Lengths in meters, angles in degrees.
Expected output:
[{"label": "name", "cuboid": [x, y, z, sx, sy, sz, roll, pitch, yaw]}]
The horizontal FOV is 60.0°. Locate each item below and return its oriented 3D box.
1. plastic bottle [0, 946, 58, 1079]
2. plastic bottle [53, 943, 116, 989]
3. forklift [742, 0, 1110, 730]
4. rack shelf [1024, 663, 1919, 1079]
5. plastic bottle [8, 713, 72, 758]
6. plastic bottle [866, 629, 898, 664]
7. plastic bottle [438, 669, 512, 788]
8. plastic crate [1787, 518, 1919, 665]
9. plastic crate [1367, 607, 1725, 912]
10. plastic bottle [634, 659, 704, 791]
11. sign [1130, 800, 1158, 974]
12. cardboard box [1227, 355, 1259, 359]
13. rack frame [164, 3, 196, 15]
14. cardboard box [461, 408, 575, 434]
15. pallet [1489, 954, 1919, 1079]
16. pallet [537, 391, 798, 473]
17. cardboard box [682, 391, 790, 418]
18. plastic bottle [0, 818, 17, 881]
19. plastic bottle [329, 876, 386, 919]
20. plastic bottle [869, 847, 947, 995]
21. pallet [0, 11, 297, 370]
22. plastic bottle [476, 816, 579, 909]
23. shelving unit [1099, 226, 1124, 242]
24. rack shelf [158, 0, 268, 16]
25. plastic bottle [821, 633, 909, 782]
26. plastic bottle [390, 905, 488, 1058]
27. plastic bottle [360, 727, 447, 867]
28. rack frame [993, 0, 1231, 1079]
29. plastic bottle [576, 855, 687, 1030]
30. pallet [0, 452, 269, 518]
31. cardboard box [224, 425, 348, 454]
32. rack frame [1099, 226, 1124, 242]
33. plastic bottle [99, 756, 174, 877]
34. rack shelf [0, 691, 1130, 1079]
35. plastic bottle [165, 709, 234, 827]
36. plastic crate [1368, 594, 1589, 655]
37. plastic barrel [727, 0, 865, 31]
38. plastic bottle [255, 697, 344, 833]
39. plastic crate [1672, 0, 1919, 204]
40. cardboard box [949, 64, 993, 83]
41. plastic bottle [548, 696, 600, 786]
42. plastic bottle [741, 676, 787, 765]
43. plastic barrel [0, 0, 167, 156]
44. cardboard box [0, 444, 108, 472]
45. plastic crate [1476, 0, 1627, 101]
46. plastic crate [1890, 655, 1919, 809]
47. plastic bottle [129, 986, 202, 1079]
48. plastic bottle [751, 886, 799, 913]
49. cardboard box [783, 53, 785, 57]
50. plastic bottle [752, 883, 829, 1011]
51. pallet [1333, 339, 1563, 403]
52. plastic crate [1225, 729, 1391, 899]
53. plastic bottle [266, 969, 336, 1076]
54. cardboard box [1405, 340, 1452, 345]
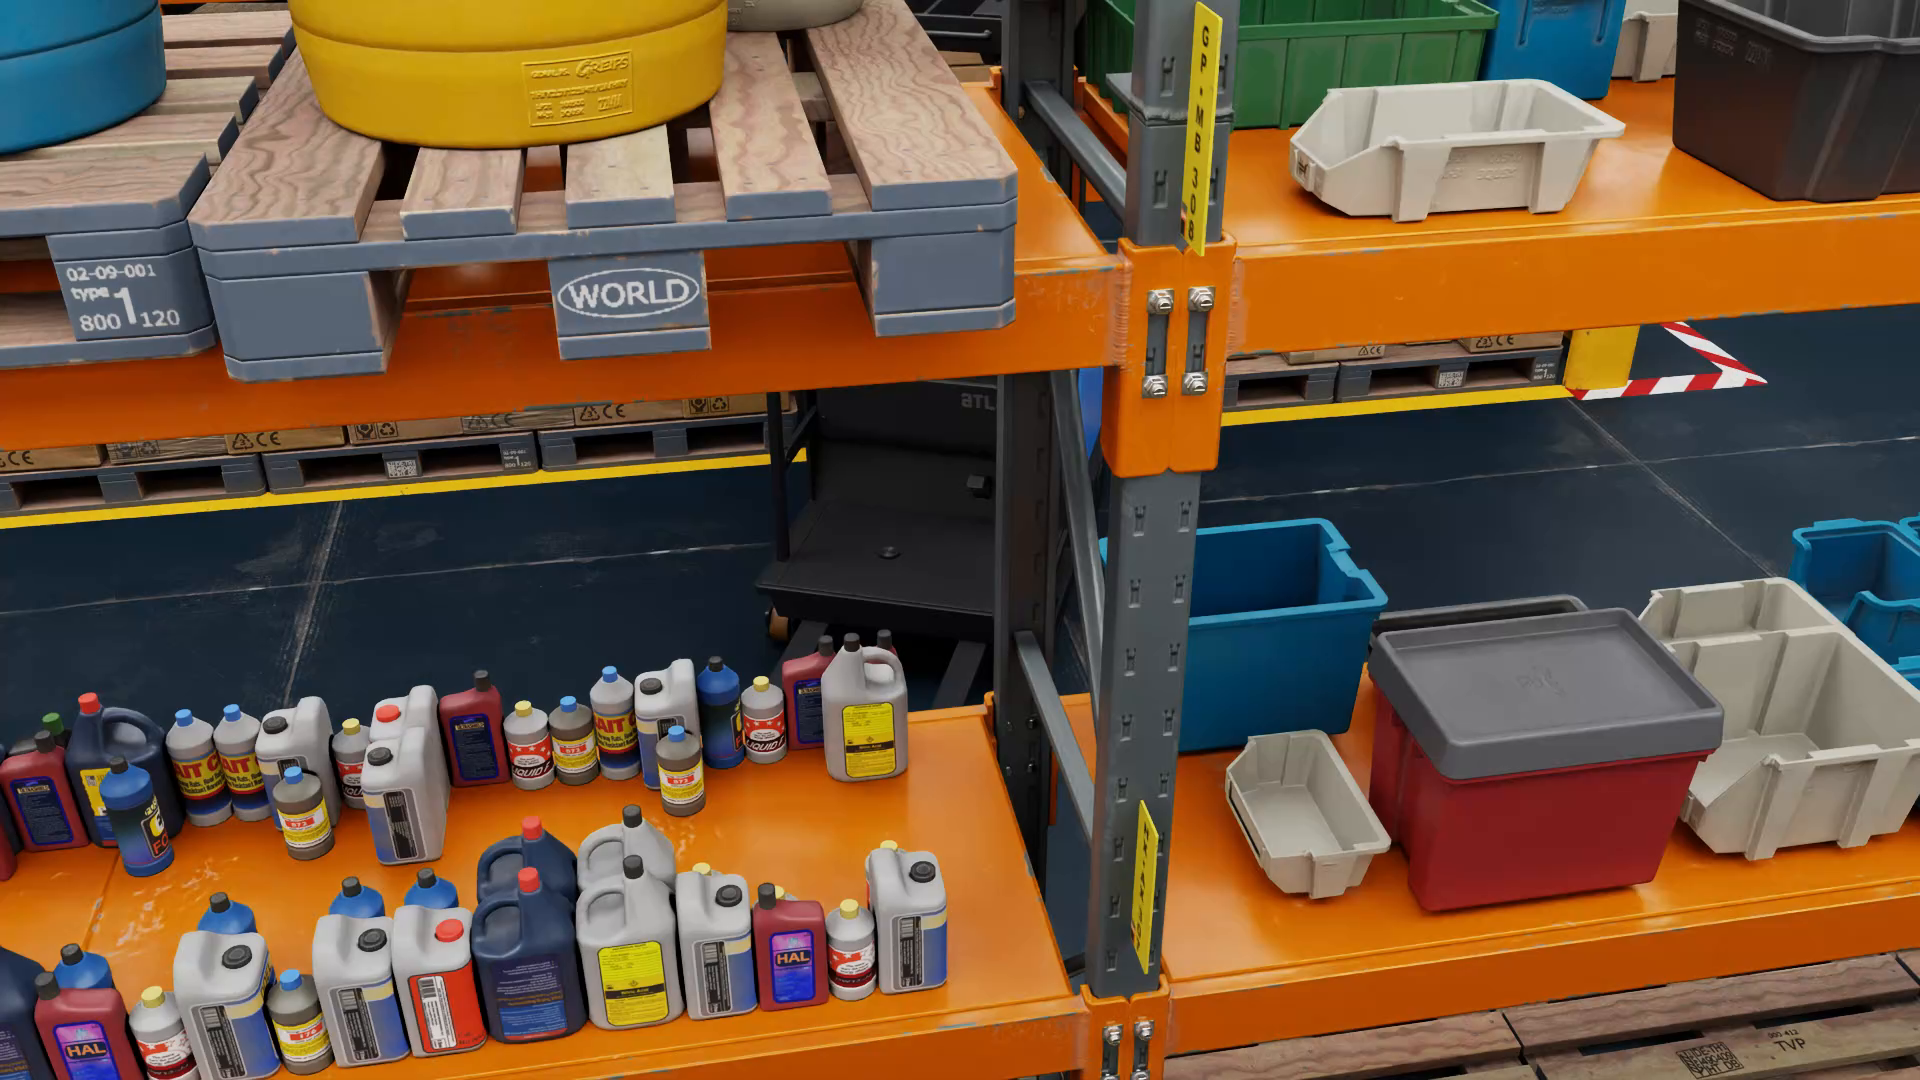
[{"label": "plastic bottle", "cuboid": [-1.698, 0.834, 2.921, 0.185, 0.351, 0.144, -5, 31, -9]}, {"label": "plastic bottle", "cuboid": [-1.566, 0.837, 2.994, 0.097, 0.271, 0.097, 0, 30, 0]}, {"label": "forklift", "cuboid": [-0.141, -0.956, 5.985, 1.130, 2.935, 3.031, 7, 31, 11]}, {"label": "rack shelf", "cuboid": [2.198, 0.593, 3.992, 4.000, 0.370, 1.077, -5, 31, -9]}, {"label": "plastic bottle", "cuboid": [-1.946, 0.498, 3.559, 0.133, 0.283, 0.061, -5, 31, -9]}, {"label": "plastic bottle", "cuboid": [-0.207, 0.336, 3.834, 0.133, 0.283, 0.061, -5, 31, -9]}, {"label": "plastic bottle", "cuboid": [-1.081, 0.417, 3.696, 0.133, 0.283, 0.061, -5, 31, -9]}, {"label": "plastic crate", "cuboid": [2.272, 0.152, 4.137, 0.300, 0.233, 0.416, -5, 31, -9]}, {"label": "plastic crate", "cuboid": [1.154, 0.455, 3.394, 0.583, 0.464, 0.402, -5, 31, -9]}, {"label": "plastic bottle", "cuboid": [-0.654, 0.405, 3.725, 0.135, 0.276, 0.152, -5, 31, -9]}, {"label": "sign", "cuboid": [0.328, 0.620, 2.962, 0.005, 0.325, 0.100, -5, 31, -9]}, {"label": "cardboard box", "cuboid": [1.189, -1.292, 8.517, 0.637, 0.503, 0.797, -5, 31, -9]}, {"label": "rack frame", "cuboid": [-5.489, -4.109, 11.279, 0.127, 3.000, 1.000, -5, 31, -9]}, {"label": "cardboard box", "cuboid": [-2.073, -0.842, 7.755, 0.500, 0.500, 0.500, -5, 31, -8]}, {"label": "pallet", "cuboid": [2.149, 1.468, 4.545, 1.213, 0.211, 1.003, -5, 31, -9]}, {"label": "pallet", "cuboid": [-1.451, -0.709, 8.248, 1.213, 0.211, 1.003, -5, 31, -9]}, {"label": "cardboard box", "cuboid": [-1.092, -0.929, 7.902, 0.500, 0.500, 0.500, -5, 31, -9]}, {"label": "plastic bottle", "cuboid": [-2.051, 0.582, 3.416, 0.133, 0.283, 0.061, -5, 31, -9]}, {"label": "plastic bottle", "cuboid": [-1.128, 0.749, 3.144, 0.097, 0.271, 0.097, 0, 30, 0]}, {"label": "plastic bottle", "cuboid": [-0.099, 0.716, 3.195, 0.135, 0.276, 0.152, -5, 31, -9]}, {"label": "pallet", "cuboid": [-1.638, -0.521, 2.404, 1.213, 0.211, 1.003, -5, 31, -9]}, {"label": "plastic bottle", "cuboid": [-0.823, 0.679, 3.185, 0.185, 0.351, 0.144, -5, 31, -9]}, {"label": "shelving unit", "cuboid": [0.674, -0.927, 7.789, 0.215, 1.050, 0.252, -2, 30, -3]}, {"label": "rack shelf", "cuboid": [-3.521, -3.981, 11.771, 4.000, 0.370, 1.077, -5, 31, -9]}, {"label": "plastic bottle", "cuboid": [-0.214, 0.361, 3.726, 0.185, 0.351, 0.144, -5, 31, -9]}, {"label": "plastic bottle", "cuboid": [-0.955, 0.795, 3.060, 0.135, 0.276, 0.152, -5, 31, -9]}, {"label": "plastic bottle", "cuboid": [-1.177, 0.531, 3.509, 0.135, 0.276, 0.152, -5, 31, -9]}, {"label": "rack frame", "cuboid": [0.230, 0.465, 3.499, 0.127, 3.000, 1.000, -5, 31, -9]}, {"label": "plastic bottle", "cuboid": [-0.615, 0.734, 3.092, 0.185, 0.351, 0.144, -5, 31, -9]}, {"label": "pallet", "cuboid": [-3.852, -0.487, 7.870, 1.213, 0.211, 1.003, -5, 31, -9]}, {"label": "cardboard box", "cuboid": [-3.085, -0.745, 7.589, 0.500, 0.500, 0.500, -6, 31, -10]}, {"label": "rack frame", "cuboid": [0.666, -0.988, 7.894, 0.200, 1.050, 0.008, -2, 30, -3]}, {"label": "plastic bottle", "cuboid": [-1.717, 0.565, 3.456, 0.097, 0.271, 0.097, 0, 30, 0]}, {"label": "rack shelf", "cuboid": [-1.737, 0.958, 3.371, 4.000, 0.370, 1.077, -5, 31, -9]}, {"label": "plastic bottle", "cuboid": [-1.647, 0.485, 3.593, 0.097, 0.271, 0.097, 0, 30, 0]}, {"label": "plastic crate", "cuboid": [1.283, 0.322, 3.955, 0.590, 0.125, 0.437, -5, 31, -9]}, {"label": "plastic barrel", "cuboid": [-0.333, -1.144, 2.729, 0.433, 0.535, 0.433, 0, 30, 0]}, {"label": "plastic bottle", "cuboid": [-1.433, 0.477, 3.602, 0.135, 0.276, 0.152, -5, 31, -9]}, {"label": "plastic crate", "cuboid": [1.502, -0.748, 2.732, 0.590, 0.269, 0.497, -5, 31, -9]}, {"label": "cardboard box", "cuboid": [-0.108, -1.958, 7.523, 0.500, 0.500, 0.500, -5, 31, -8]}, {"label": "plastic bottle", "cuboid": [-0.868, 0.443, 3.734, 0.097, 0.201, 0.097, 0, 30, 0]}, {"label": "plastic bottle", "cuboid": [-0.449, 0.404, 3.800, 0.097, 0.201, 0.097, 0, 30, 0]}, {"label": "plastic barrel", "cuboid": [-1.421, -0.993, 2.111, 0.708, 0.901, 0.600, -5, 31, -9]}, {"label": "cardboard box", "cuboid": [-4.094, -0.651, 7.429, 0.500, 0.500, 0.500, -4, 31, -7]}, {"label": "plastic crate", "cuboid": [1.068, -0.998, 3.193, 0.300, 0.233, 0.416, -5, 31, -9]}, {"label": "plastic crate", "cuboid": [2.191, 0.462, 3.611, 0.300, 0.233, 0.416, -5, 31, -9]}, {"label": "plastic bottle", "cuboid": [-1.424, 0.885, 2.981, 0.097, 0.201, 0.097, 0, 30, 0]}, {"label": "plastic bottle", "cuboid": [-0.350, 0.754, 3.204, 0.097, 0.201, 0.097, 0, 30, 0]}, {"label": "cardboard box", "cuboid": [-1.164, -2.297, 7.684, 0.500, 0.500, 0.700, -16, 34, -25]}, {"label": "plastic bottle", "cuboid": [-0.318, 0.757, 3.119, 0.133, 0.283, 0.061, -5, 31, -9]}, {"label": "pallet", "cuboid": [2.418, -1.087, 8.891, 1.213, 0.211, 1.003, -5, 31, -9]}, {"label": "plastic crate", "cuboid": [0.714, 0.582, 3.502, 0.243, 0.136, 0.396, -5, 31, -9]}, {"label": "plastic bottle", "cuboid": [-1.196, 0.864, 3.017, 0.097, 0.201, 0.097, 0, 30, 0]}, {"label": "cardboard box", "cuboid": [2.371, -1.174, 8.648, 0.250, 0.166, 0.380, -5, 31, -9]}]
